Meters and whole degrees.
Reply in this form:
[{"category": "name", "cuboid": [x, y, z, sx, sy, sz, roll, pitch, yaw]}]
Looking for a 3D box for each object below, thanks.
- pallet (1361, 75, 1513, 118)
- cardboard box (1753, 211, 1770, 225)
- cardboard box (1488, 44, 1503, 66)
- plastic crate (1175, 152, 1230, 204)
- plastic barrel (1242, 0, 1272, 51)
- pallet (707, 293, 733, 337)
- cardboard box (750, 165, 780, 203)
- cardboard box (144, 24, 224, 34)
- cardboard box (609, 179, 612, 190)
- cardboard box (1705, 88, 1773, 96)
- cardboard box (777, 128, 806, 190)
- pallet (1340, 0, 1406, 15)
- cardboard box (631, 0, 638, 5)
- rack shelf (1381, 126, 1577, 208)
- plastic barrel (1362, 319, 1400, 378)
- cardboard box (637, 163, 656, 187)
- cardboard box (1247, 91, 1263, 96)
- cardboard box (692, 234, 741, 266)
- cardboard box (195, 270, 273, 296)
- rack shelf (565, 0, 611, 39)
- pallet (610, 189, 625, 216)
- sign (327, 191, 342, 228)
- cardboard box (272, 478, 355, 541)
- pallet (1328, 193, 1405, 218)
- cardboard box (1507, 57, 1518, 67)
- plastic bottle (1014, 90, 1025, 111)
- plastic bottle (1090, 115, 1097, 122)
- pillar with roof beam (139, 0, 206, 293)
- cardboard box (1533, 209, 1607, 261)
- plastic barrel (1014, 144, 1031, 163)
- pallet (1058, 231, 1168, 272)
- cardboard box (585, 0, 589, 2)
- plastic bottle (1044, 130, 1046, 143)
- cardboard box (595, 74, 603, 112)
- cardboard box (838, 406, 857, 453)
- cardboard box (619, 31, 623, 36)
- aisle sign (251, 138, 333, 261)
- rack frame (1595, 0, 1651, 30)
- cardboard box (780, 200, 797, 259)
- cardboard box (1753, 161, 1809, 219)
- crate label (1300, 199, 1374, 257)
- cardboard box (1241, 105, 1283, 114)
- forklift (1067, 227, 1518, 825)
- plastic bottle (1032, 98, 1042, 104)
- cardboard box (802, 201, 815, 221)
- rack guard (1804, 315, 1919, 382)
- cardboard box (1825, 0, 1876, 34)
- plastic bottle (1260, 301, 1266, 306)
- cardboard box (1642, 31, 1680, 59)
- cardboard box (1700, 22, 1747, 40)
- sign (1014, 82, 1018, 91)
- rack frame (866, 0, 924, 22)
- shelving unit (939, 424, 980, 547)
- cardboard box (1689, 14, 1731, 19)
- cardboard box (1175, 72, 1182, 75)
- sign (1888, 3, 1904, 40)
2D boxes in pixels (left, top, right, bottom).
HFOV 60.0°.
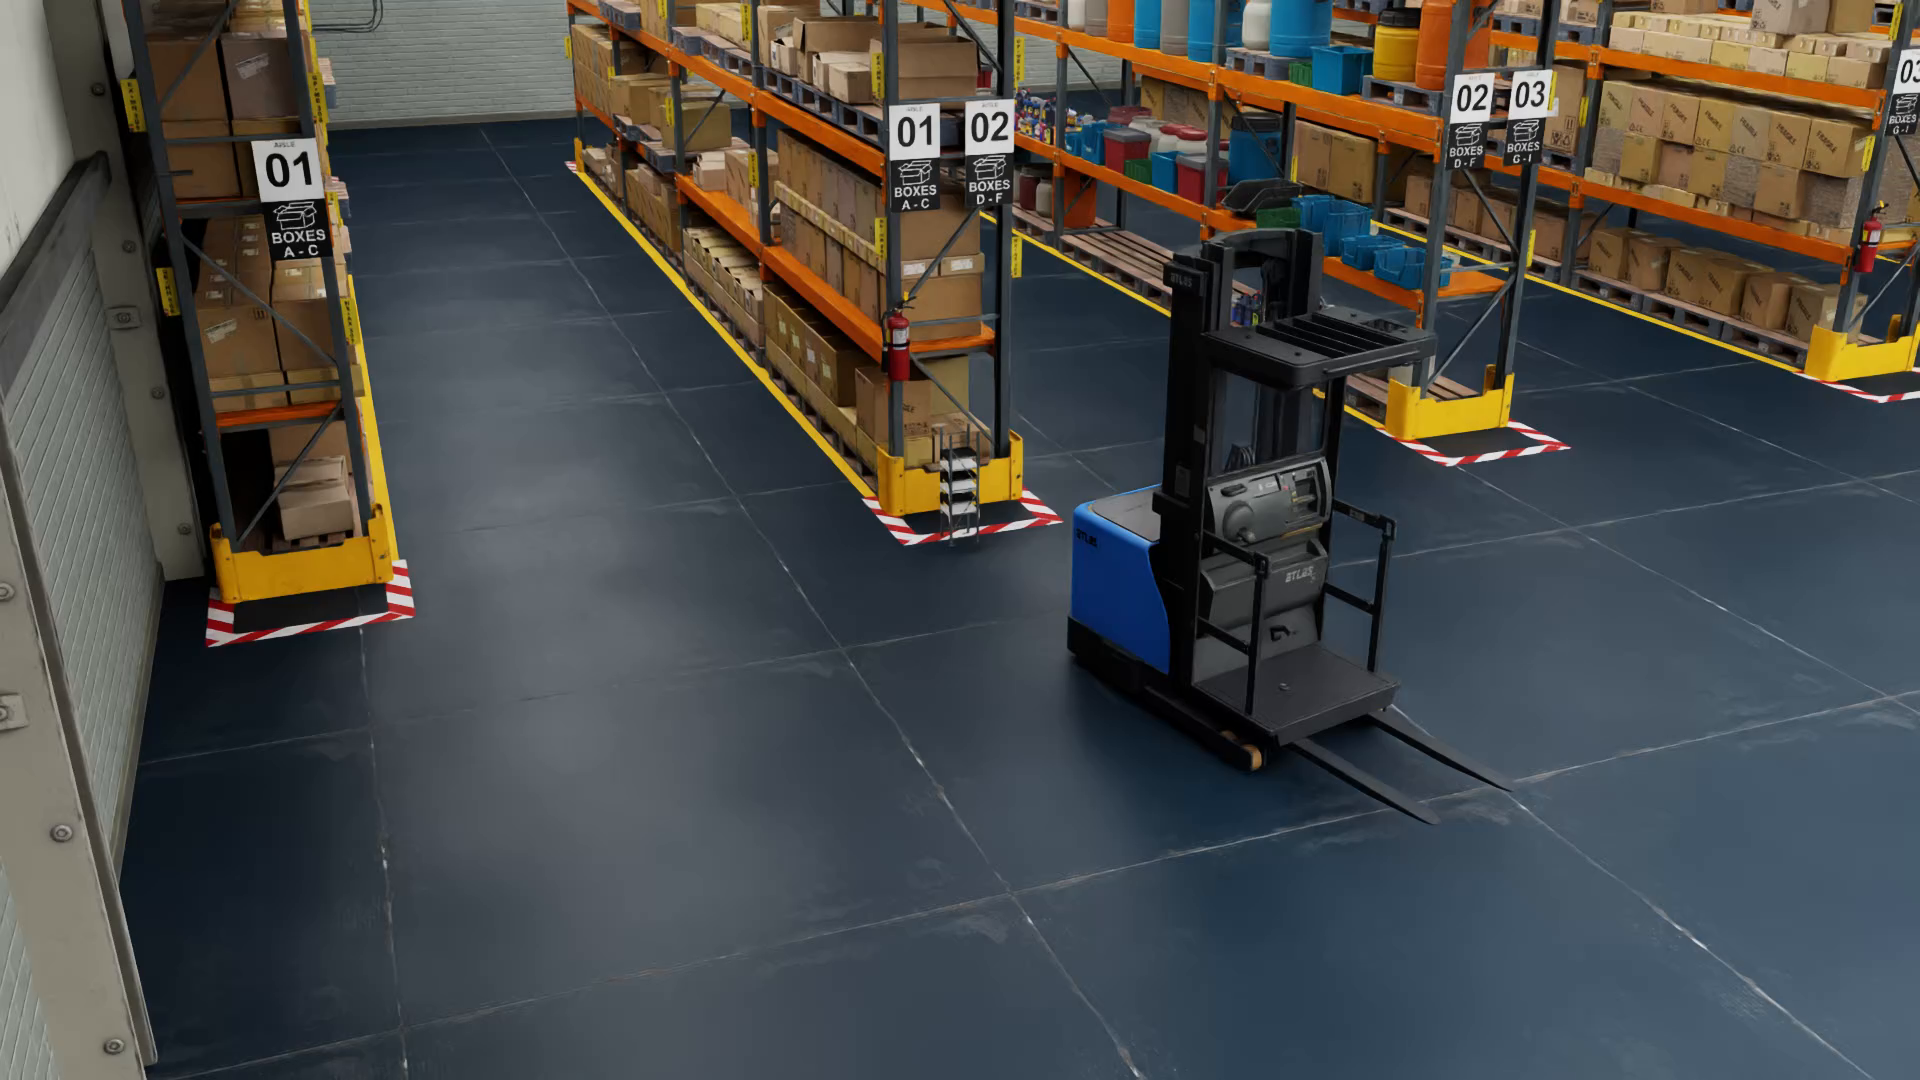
[{"category": "pallet", "cuboid": [4.350, -4.004, 14.892, 1.003, 0.211, 1.213, -8, 24, -19]}, {"category": "cardboard box", "cuboid": [8.543, -3.398, 17.396, 0.380, 0.149, 0.250, -8, 24, -19]}, {"category": "cardboard box", "cuboid": [9.186, -8.398, 28.425, 0.500, 0.500, 0.500, -8, 24, -19]}, {"category": "plastic crate", "cuboid": [2.681, -4.011, 18.447, 0.402, 0.464, 0.583, -8, 24, -19]}, {"category": "plastic barrel", "cuboid": [3.106, -5.292, 17.020, 0.421, 0.512, 0.421, 0, 23, 0]}, {"category": "pallet", "cuboid": [-2.229, -2.591, 18.749, 1.003, 0.211, 1.213, -8, 24, -19]}, {"category": "cardboard box", "cuboid": [-1.939, -3.688, 17.634, 0.500, 0.500, 0.500, -7, 24, -15]}, {"category": "cardboard box", "cuboid": [-5.317, -3.251, 11.421, 0.500, 0.500, 0.500, -7, 24, -16]}, {"category": "cardboard box", "cuboid": [-4.979, -5.262, 24.599, 0.380, 0.149, 0.250, -8, 24, -19]}, {"category": "cardboard box", "cuboid": [8.542, -4.682, 18.322, 0.500, 0.500, 0.500, -8, 24, -19]}, {"category": "cardboard box", "cuboid": [-1.335, -3.653, 15.880, 0.700, 0.500, 0.500, -8, 24, -19]}, {"category": "pallet", "cuboid": [6.082, -7.503, 23.194, 1.213, 0.211, 1.003, -7, 24, -17]}, {"category": "cardboard box", "cuboid": [-3.957, -7.312, 21.699, 0.600, 0.600, 0.600, -9, 24, -20]}, {"category": "rack shelf", "cuboid": [7.065, -4.923, 21.617, 1.077, 0.370, 4.000, -8, 24, -19]}, {"category": "plastic barrel", "cuboid": [4.070, -1.852, 16.069, 0.421, 0.512, 0.421, 0, 23, 0]}, {"category": "cardboard box", "cuboid": [-4.027, -4.900, 22.324, 0.500, 0.250, 0.500, -8, 24, -19]}, {"category": "cardboard box", "cuboid": [4.874, -7.279, 26.153, 0.500, 0.500, 0.500, -8, 24, -19]}, {"category": "cardboard box", "cuboid": [-2.807, -3.388, 19.327, 0.500, 0.311, 0.500, -9, 24, -20]}, {"category": "cardboard box", "cuboid": [-5.251, -1.647, 12.122, 0.500, 0.500, 0.500, -8, 24, -18]}, {"category": "rack shelf", "cuboid": [-5.030, -7.854, 24.710, 1.077, 0.370, 4.000, -8, 24, -19]}, {"category": "pallet", "cuboid": [-4.565, -5.041, 24.563, 1.003, 0.211, 1.213, -8, 24, -19]}, {"category": "sign", "cuboid": [-5.625, -2.965, 14.931, 0.100, 0.325, 0.005, -8, 24, -19]}, {"category": "cardboard box", "cuboid": [-4.877, -0.263, 12.530, 0.500, 0.311, 0.500, -11, 25, -25]}, {"category": "pallet", "cuboid": [6.151, -4.993, 24.448, 1.003, 0.211, 1.213, -8, 24, -19]}, {"category": "cardboard box", "cuboid": [9.330, -7.950, 27.656, 0.380, 0.149, 0.250, -10, 25, -22]}, {"category": "plastic bottle", "cuboid": [0.873, -6.356, 24.155, 0.144, 0.351, 0.185, -8, 24, -19]}, {"category": "plastic bottle", "cuboid": [1.801, -5.575, 22.389, 0.061, 0.283, 0.133, -8, 24, -19]}, {"category": "pillar with roof beam", "cuboid": [-3.866, -6.706, 17.198, 9.100, 9.000, 0.400, -8, 24, -19]}, {"category": "cardboard box", "cuboid": [7.575, -3.804, 20.690, 0.700, 0.500, 0.500, -10, 25, -23]}, {"category": "plastic barrel", "cuboid": [0.738, -5.524, 24.279, 0.600, 0.901, 0.708, -8, 24, -19]}, {"category": "pallet", "cuboid": [1.962, -3.730, 21.451, 1.003, 0.211, 1.213, -8, 24, -19]}, {"category": "cardboard box", "cuboid": [-5.267, -8.076, 24.503, 0.500, 0.250, 0.500, -8, 24, -19]}, {"category": "plastic bottle", "cuboid": [1.159, -5.343, 21.943, 0.097, 0.201, 0.097, 0, 23, 0]}, {"category": "cardboard box", "cuboid": [-5.107, -6.642, 24.643, 0.500, 0.500, 0.500, -8, 24, -18]}, {"category": "cardboard box", "cuboid": [-0.738, -0.977, 14.329, 0.500, 0.250, 0.500, -8, 24, -19]}, {"category": "cardboard box", "cuboid": [-4.955, -7.542, 25.488, 0.500, 0.500, 0.500, -8, 24, -18]}, {"category": "aisle sign", "cuboid": [-4.411, -2.248, 10.998, 0.394, 0.787, 0.004, -8, 24, -19]}, {"category": "rack frame", "cuboid": [7.772, -7.292, 18.588, 1.000, 3.000, 0.127, -8, 24, -19]}, {"category": "cardboard box", "cuboid": [-1.335, -3.055, 16.132, 0.700, 0.500, 0.500, -9, 24, -20]}, {"category": "cardboard box", "cuboid": [8.727, -3.626, 17.103, 0.875, 0.500, 0.500, -8, 24, -19]}, {"category": "crate label", "cuboid": [3.648, -3.043, 16.185, 0.502, 0.435, 0.616, -8, 24, -19]}, {"category": "cardboard box", "cuboid": [5.190, -6.419, 26.436, 1.225, 0.875, 0.875, -8, 24, -19]}, {"category": "forklift", "cuboid": [1.939, -0.209, 9.596, 1.130, 2.935, 3.031, -14, 27, -30]}, {"category": "plastic bottle", "cuboid": [1.108, -6.234, 23.962, 0.152, 0.276, 0.135, -8, 24, -19]}, {"category": "cardboard box", "cuboid": [-1.222, -3.019, 15.211, 0.380, 0.149, 0.250, -9, 25, -21]}, {"category": "rack guard", "cuboid": [9.158, -1.950, 16.856, 1.175, 0.500, 0.348, -8, 24, -19]}, {"category": "cardboard box", "cuboid": [8.913, -5.446, 16.916, 0.500, 0.500, 0.500, -8, 24, -19]}, {"category": "plastic bottle", "cuboid": [3.199, -2.407, 17.669, 0.097, 0.271, 0.097, 0, 23, 0]}, {"category": "cardboard box", "cuboid": [7.883, -5.450, 18.274, 0.500, 0.250, 0.500, -9, 24, -19]}, {"category": "cardboard box", "cuboid": [8.094, -5.395, 17.630, 0.380, 0.149, 0.250, -9, 24, -20]}, {"category": "sign", "cuboid": [0.827, -6.957, 25.161, 0.100, 0.325, 0.005, -8, 24, -19]}, {"category": "rack frame", "cuboid": [-1.101, -8.208, 28.486, 1.000, 3.000, 0.127, -8, 24, -19]}, {"category": "shelving unit", "cuboid": [-0.003, -0.418, 12.706, 0.258, 0.900, 0.210, -8, 24, -19]}, {"category": "cardboard box", "cuboid": [8.335, -5.757, 18.488, 0.380, 0.149, 0.250, -10, 25, -22]}, {"category": "cardboard box", "cuboid": [3.894, -8.039, 28.408, 0.380, 0.149, 0.250, -9, 24, -20]}, {"category": "sign", "cuboid": [8.658, -4.796, 15.387, 0.100, 0.325, 0.005, -8, 24, -19]}]
